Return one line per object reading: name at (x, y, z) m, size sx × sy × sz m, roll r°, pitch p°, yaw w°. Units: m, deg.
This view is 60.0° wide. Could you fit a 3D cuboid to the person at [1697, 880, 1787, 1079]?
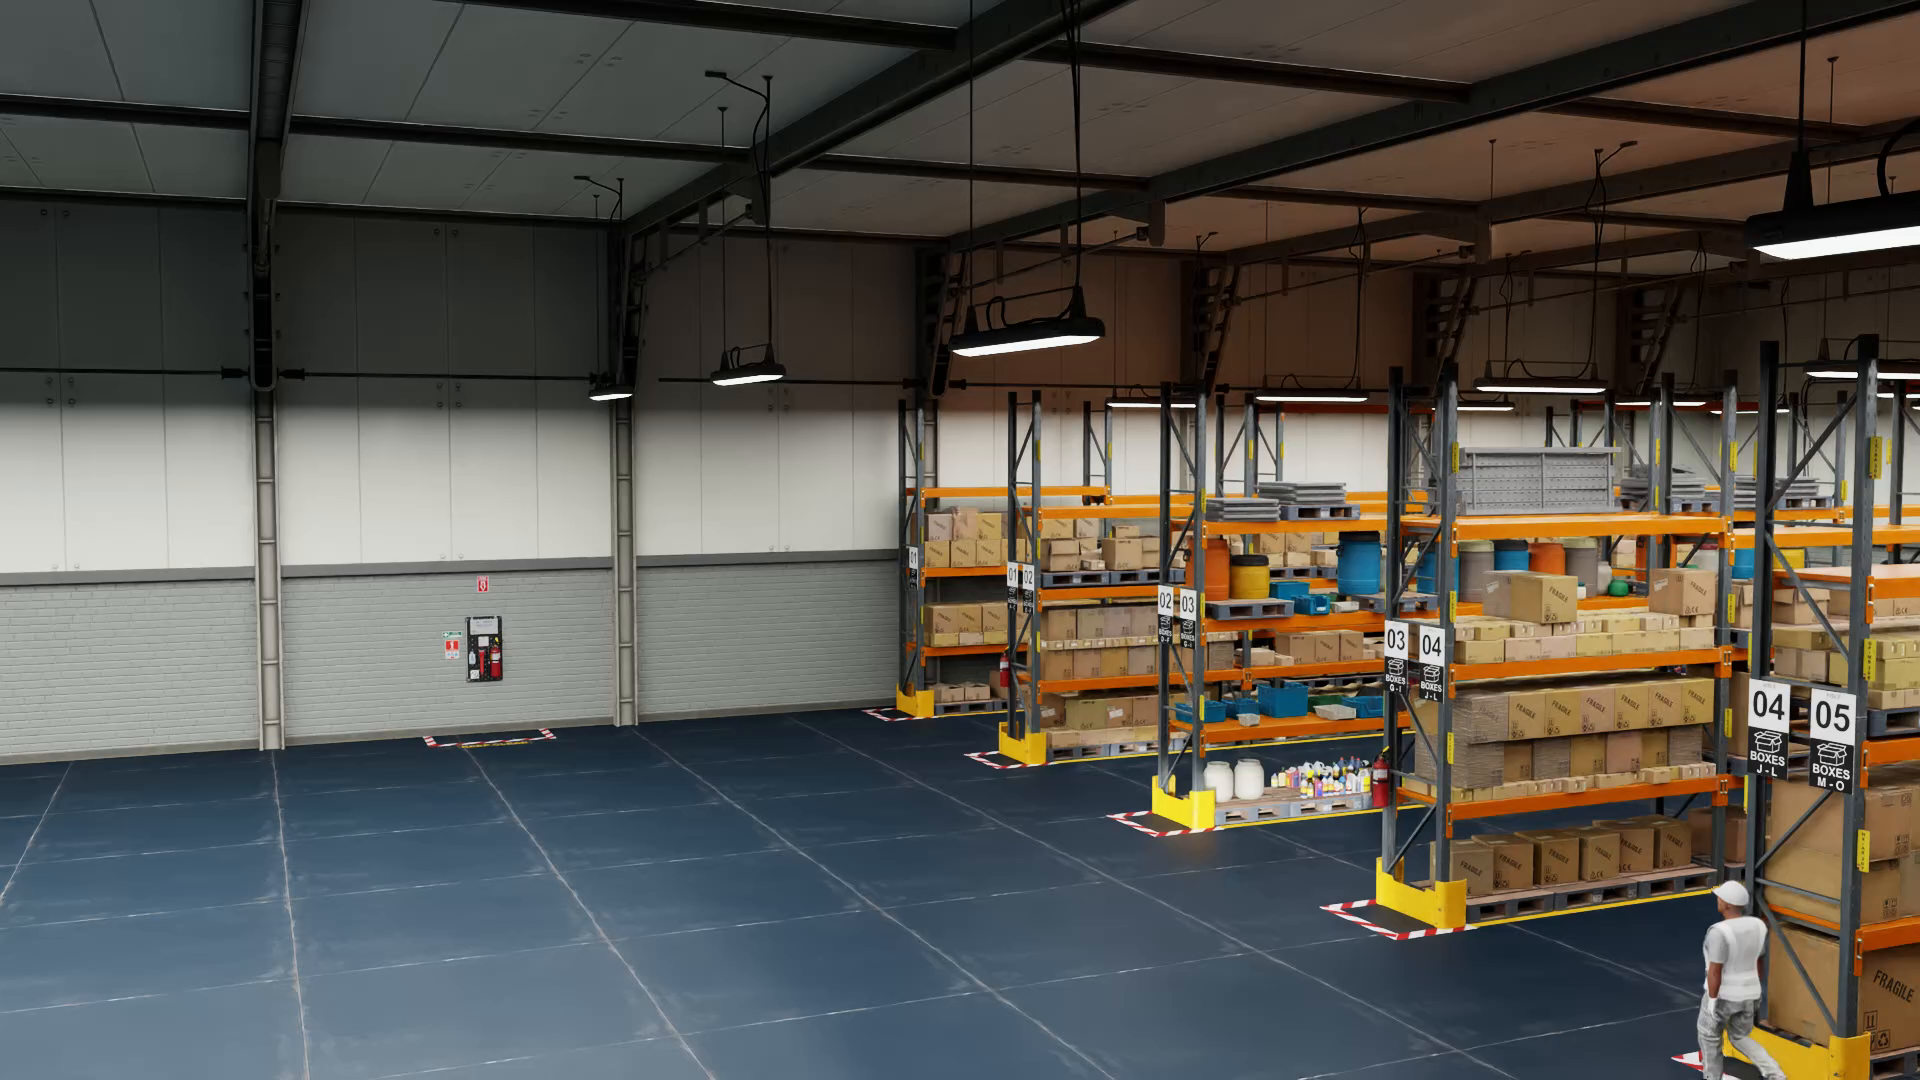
person at (5.996, 3.517, 12.823) m, size 0.569 × 1.770 × 0.781 m, roll -2°, pitch 4°, yaw -25°
